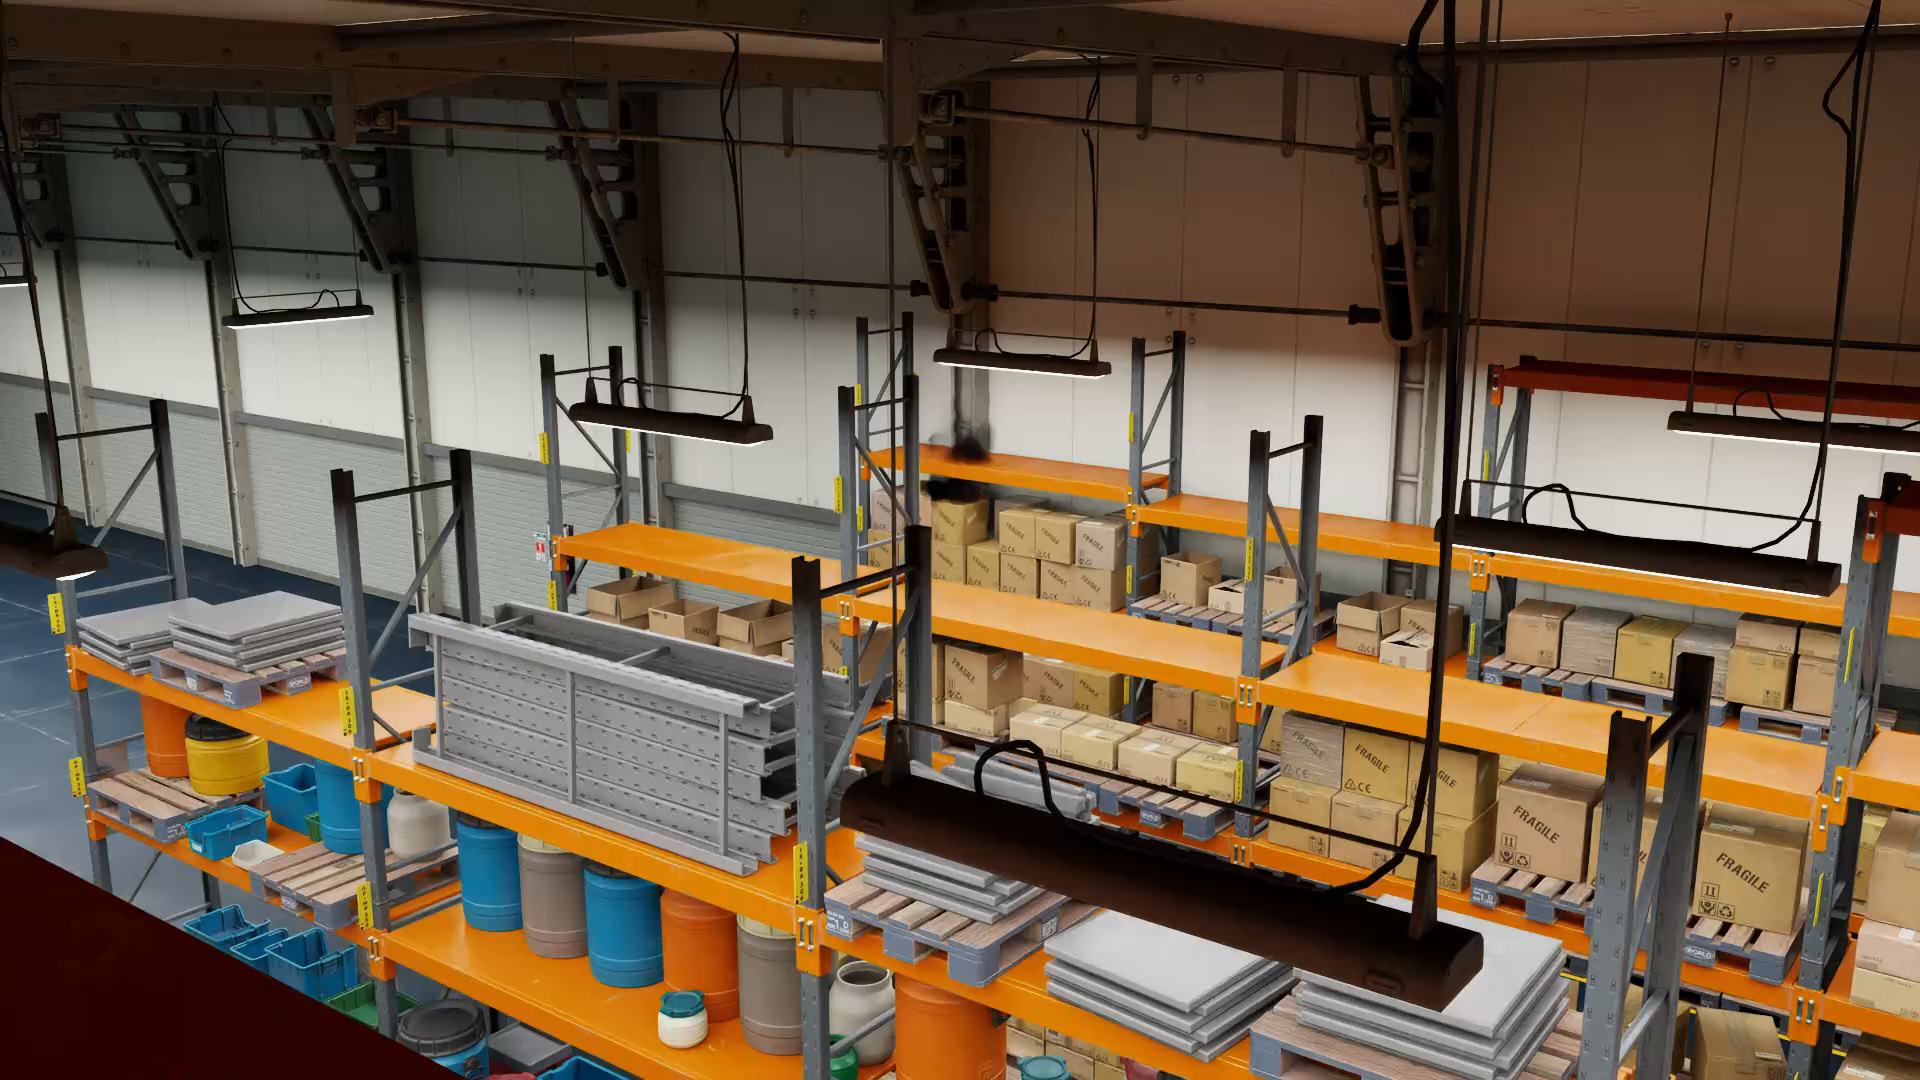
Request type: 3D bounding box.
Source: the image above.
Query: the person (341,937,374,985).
[{"bbox_3d":[-5.683,3.684,15.567,1.032,1.638,0.627,6,14,25],"label":"person"}]
